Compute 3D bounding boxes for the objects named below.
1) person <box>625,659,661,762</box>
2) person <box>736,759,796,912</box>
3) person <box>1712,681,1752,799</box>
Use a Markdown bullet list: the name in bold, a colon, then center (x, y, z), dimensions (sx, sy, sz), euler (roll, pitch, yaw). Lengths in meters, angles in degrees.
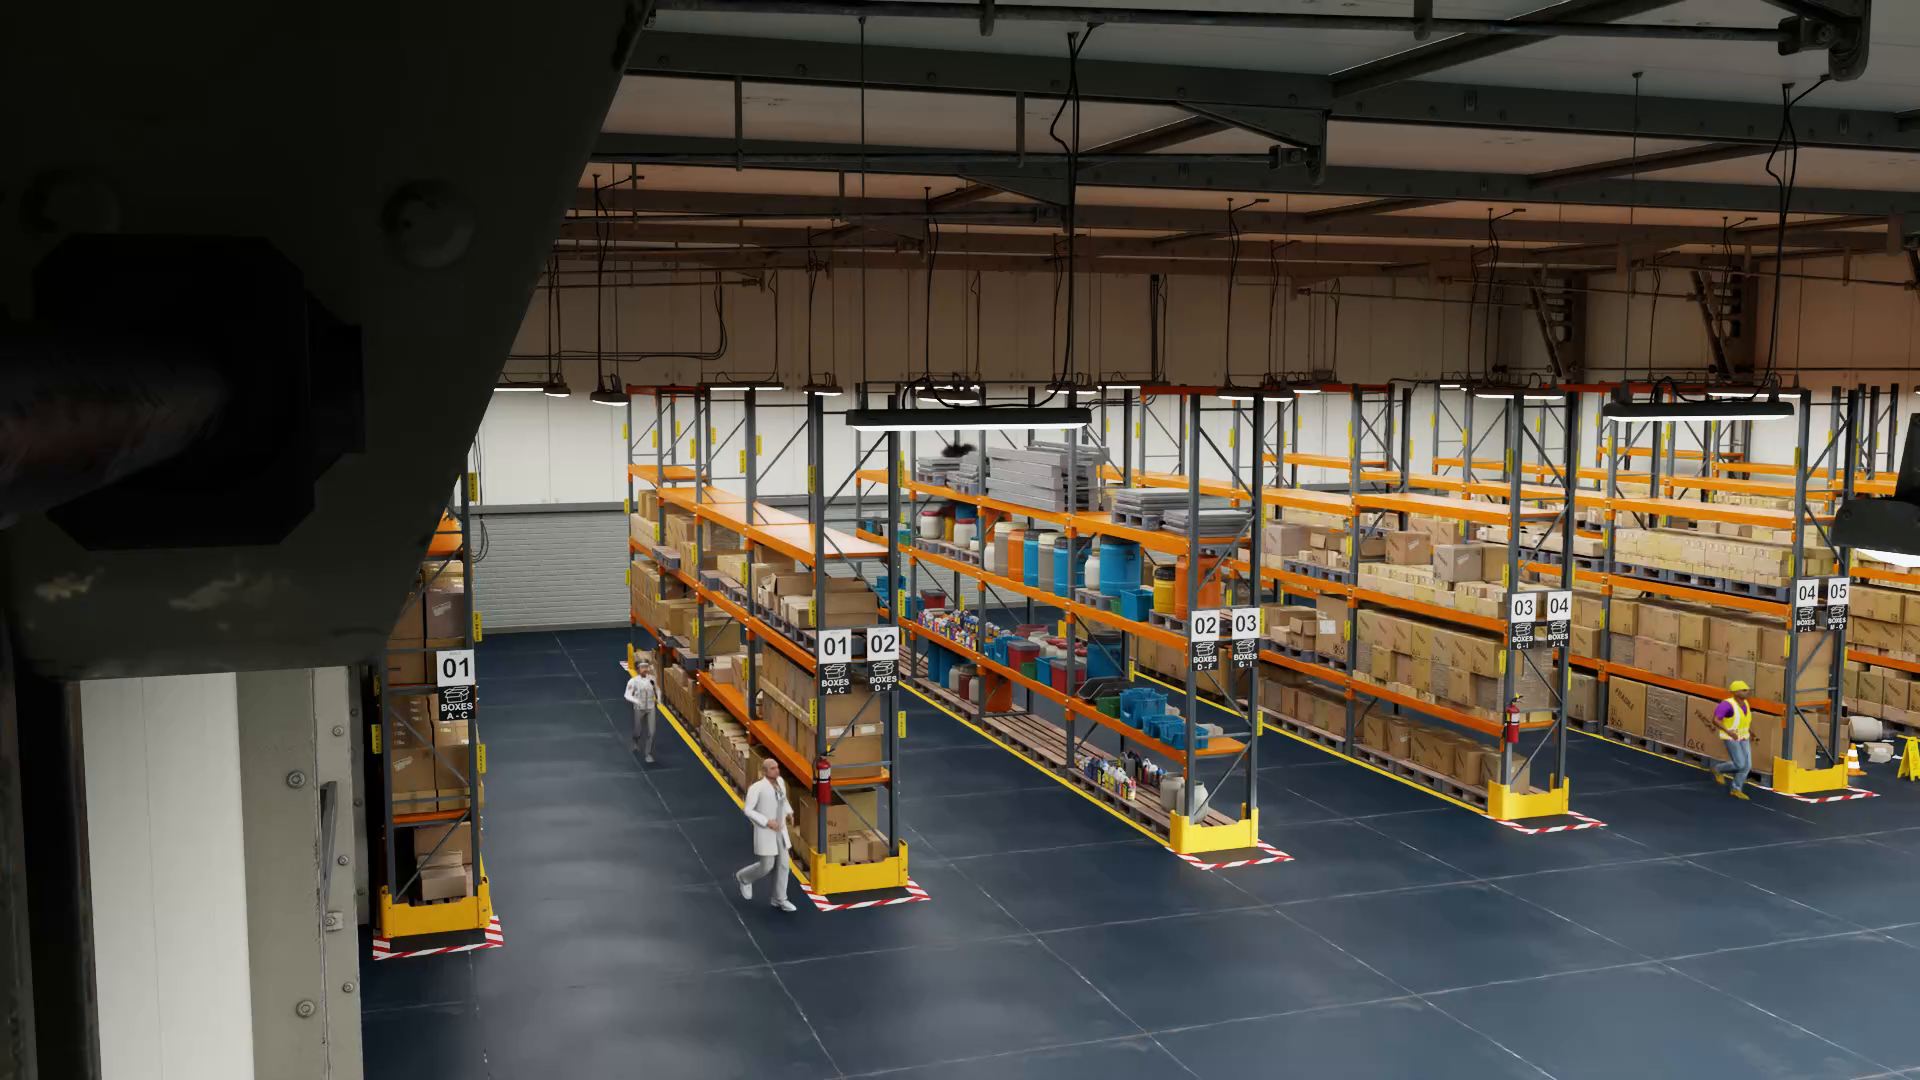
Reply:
- **person**: center (-5.110, 2.728, 26.920), dimensions (0.623, 1.656, 0.727), euler (-3, 7, -26)
- **person**: center (-2.264, 3.438, 19.585), dimensions (0.852, 1.774, 0.743), euler (5, 8, 38)
- **person**: center (11.479, 2.942, 24.670), dimensions (0.736, 1.742, 0.601), euler (-3, 6, -25)
